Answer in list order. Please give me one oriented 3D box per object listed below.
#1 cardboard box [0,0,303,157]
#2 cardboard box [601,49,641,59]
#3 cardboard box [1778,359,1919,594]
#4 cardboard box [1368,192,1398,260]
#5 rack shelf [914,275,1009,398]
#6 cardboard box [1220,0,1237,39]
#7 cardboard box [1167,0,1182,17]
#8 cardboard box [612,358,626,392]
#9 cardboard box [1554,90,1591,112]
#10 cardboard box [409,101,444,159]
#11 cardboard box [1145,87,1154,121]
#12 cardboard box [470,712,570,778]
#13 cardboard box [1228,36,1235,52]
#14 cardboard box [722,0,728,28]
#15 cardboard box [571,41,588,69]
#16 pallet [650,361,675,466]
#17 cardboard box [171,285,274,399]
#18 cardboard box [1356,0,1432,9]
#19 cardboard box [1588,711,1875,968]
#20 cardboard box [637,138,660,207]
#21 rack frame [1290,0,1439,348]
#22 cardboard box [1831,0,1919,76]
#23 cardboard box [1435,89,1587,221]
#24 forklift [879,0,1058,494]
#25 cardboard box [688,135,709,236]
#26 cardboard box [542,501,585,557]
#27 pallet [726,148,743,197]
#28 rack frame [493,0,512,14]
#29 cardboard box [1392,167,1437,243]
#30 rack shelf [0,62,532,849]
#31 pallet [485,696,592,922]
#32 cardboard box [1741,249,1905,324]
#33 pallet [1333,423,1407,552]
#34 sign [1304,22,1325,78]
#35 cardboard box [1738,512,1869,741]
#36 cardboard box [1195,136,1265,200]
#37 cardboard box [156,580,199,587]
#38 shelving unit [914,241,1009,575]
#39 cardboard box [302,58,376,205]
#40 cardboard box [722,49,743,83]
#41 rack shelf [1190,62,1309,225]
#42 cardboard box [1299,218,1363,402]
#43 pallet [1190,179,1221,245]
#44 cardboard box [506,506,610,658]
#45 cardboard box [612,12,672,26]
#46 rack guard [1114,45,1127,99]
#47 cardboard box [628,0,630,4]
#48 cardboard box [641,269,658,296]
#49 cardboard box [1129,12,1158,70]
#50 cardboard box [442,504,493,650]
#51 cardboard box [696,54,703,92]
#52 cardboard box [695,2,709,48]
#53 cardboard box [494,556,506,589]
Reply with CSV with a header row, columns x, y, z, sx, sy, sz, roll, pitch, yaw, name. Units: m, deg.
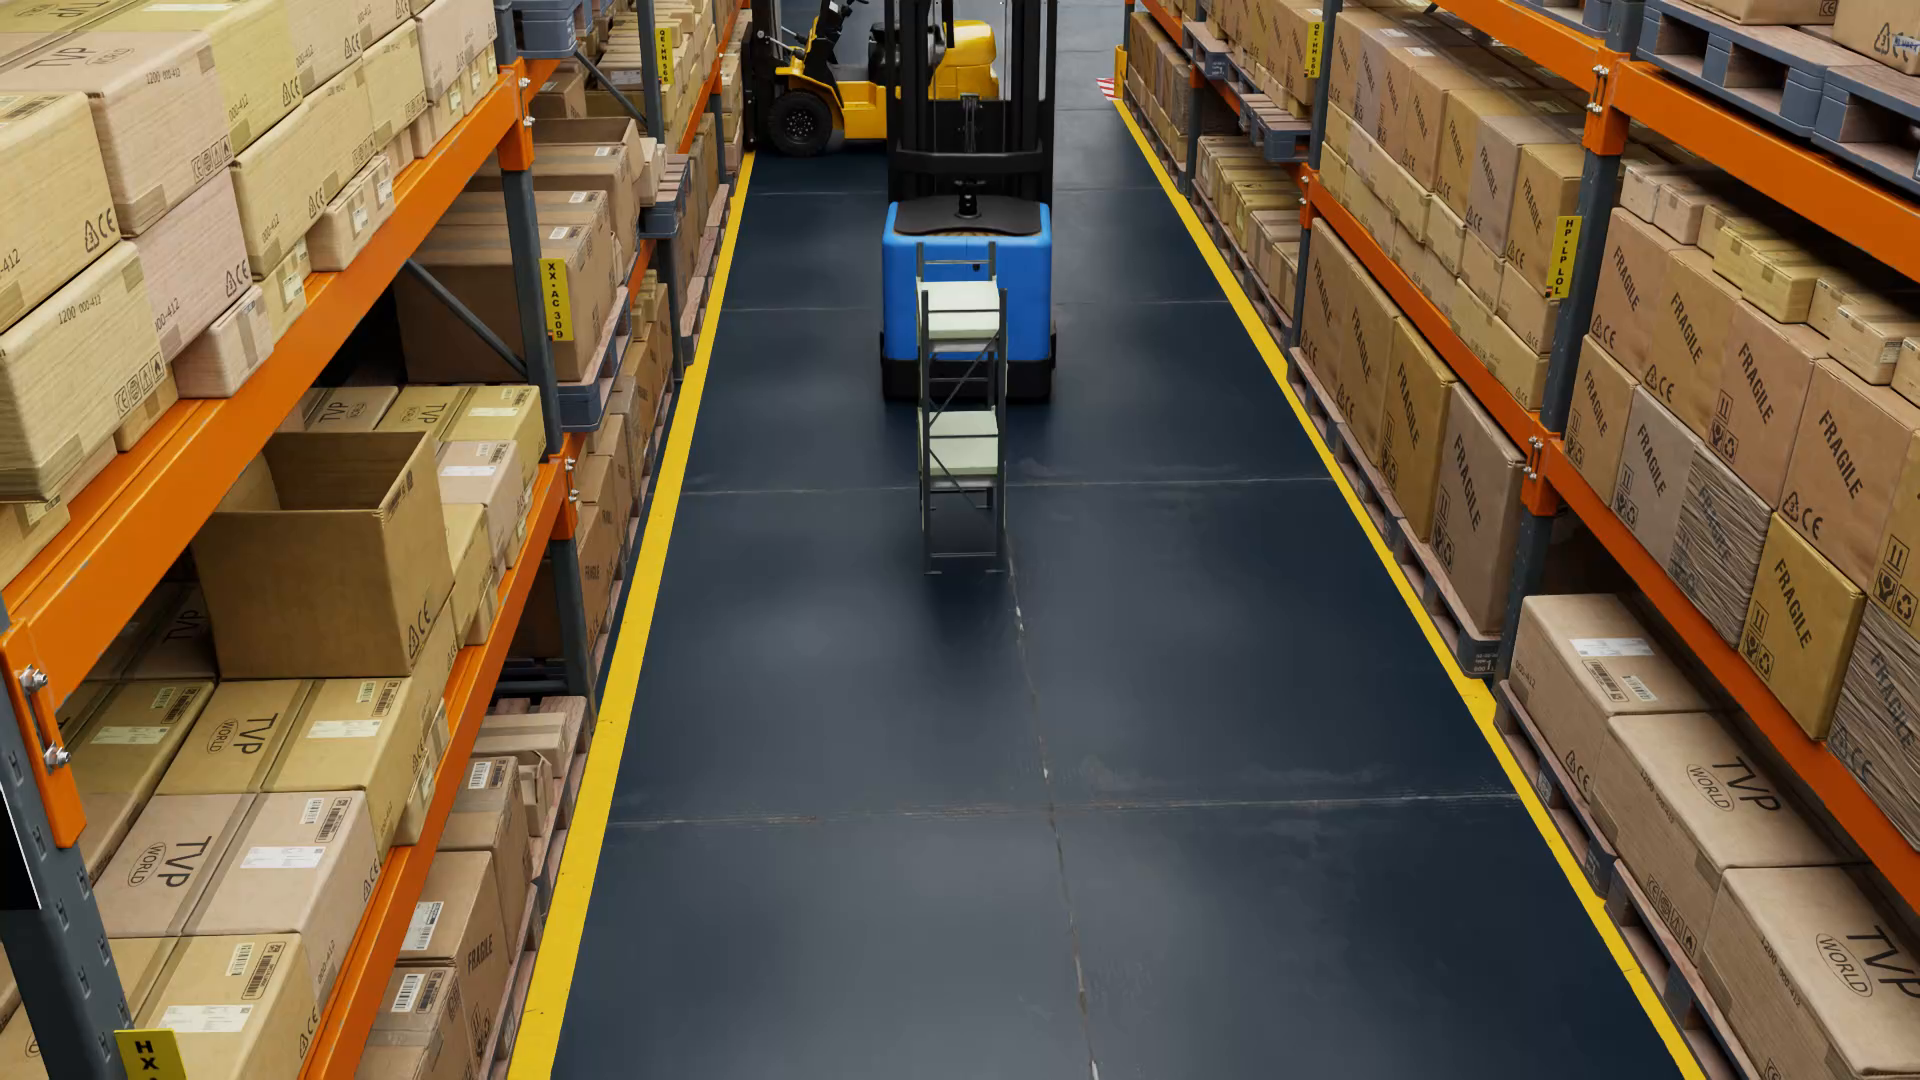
x,y,z,sx,sy,sz,roll,pitch,yaw,name
-1.689,-0.959,3.402,0.500,0.250,0.500,-2,28,-3,cardboard box
-2.024,-2.968,10.388,0.380,0.149,0.250,-1,28,-2,cardboard box
2.721,-0.192,4.684,0.500,0.500,0.500,-2,28,-3,cardboard box
2.510,-1.702,8.933,0.500,0.250,0.500,0,28,-1,cardboard box
0.000,-1.014,8.229,0.431,0.370,0.720,-1,28,-3,rack shelf
2.238,-4.006,12.304,0.500,0.500,0.500,-2,28,-3,cardboard box
2.084,-4.826,15.031,0.380,0.149,0.250,-2,28,-3,cardboard box
-1.967,-0.889,8.759,0.380,0.149,0.250,-3,28,-5,cardboard box
3.065,-1.797,7.762,0.500,0.500,0.500,-2,28,-4,cardboard box
-1.741,-1.220,4.874,0.380,0.149,0.250,-1,28,-3,cardboard box
2.079,-4.275,16.222,0.500,0.250,0.500,0,28,1,cardboard box
-1.755,0.817,6.569,0.380,0.149,0.250,-2,28,-4,cardboard box
2.242,-3.775,12.562,0.380,0.149,0.250,-1,28,-2,cardboard box
-2.302,-4.702,14.413,0.500,0.500,0.500,-1,28,-2,cardboard box
-2.584,-3.075,10.593,0.380,0.149,0.250,-1,28,-3,cardboard box
-2.285,-0.776,10.011,1.003,0.211,1.213,-1,28,-3,pallet
-1.600,-0.392,3.287,0.380,0.149,0.250,-1,28,-2,cardboard box
2.843,-3.296,10.943,0.500,0.500,0.500,0,28,0,cardboard box
2.852,1.023,5.862,0.875,0.438,0.875,-2,28,-4,cardboard box
-1.908,-1.999,9.047,0.500,0.250,0.500,-3,28,-5,cardboard box
2.670,-2.480,10.262,1.000,3.000,0.127,-1,28,-3,rack frame
2.982,-1.617,4.689,0.797,0.503,0.637,1,28,1,cardboard box
2.564,-1.794,7.757,0.500,0.500,0.500,-1,28,-1,cardboard box
8.969,-1.668,8.557,19.036,3.140,7.968,1,28,1,forklift
-2.424,-2.740,12.873,0.875,0.625,0.625,-2,28,-3,cardboard box
-1.831,-0.049,7.148,0.380,0.149,0.250,0,28,0,cardboard box
-2.495,-3.338,14.921,1.003,0.211,1.213,-1,28,-3,pallet
-2.078,-3.171,5.099,1.000,3.000,0.127,-1,28,-3,rack frame
2.503,-1.692,8.371,0.500,0.250,0.500,-1,28,-2,cardboard box
-1.973,-0.599,4.189,1.077,0.370,4.000,-1,28,-3,rack shelf
-2.043,1.042,6.524,1.003,0.211,1.213,-1,28,-3,pallet
2.658,-0.782,5.114,0.380,0.149,0.250,-2,28,-4,cardboard box
2.697,-0.316,9.127,1.003,0.211,1.213,-1,28,-3,pallet
2.129,-2.941,9.979,0.100,0.325,0.005,-1,28,-3,sign
2.711,0.246,4.927,0.500,0.500,0.500,-1,28,-1,cardboard box
2.491,-3.106,13.850,0.950,0.372,0.625,-1,28,-2,cardboard box
-2.263,0.128,5.101,0.500,0.250,0.500,-1,28,-2,cardboard box
0.000,-0.668,8.409,0.431,1.500,0.755,-1,28,-3,shelving unit
-1.731,-0.980,3.983,0.500,0.250,0.500,-2,28,-3,cardboard box
-2.261,-4.313,15.214,0.500,0.250,0.500,0,28,-1,cardboard box
2.566,-3.085,12.199,1.077,0.370,4.000,-1,28,-3,rack shelf
2.623,-1.403,10.040,0.875,0.875,0.875,-2,28,-3,cardboard box
2.503,-2.732,13.759,1.003,0.211,1.213,-1,28,-3,pallet
-1.878,0.182,7.406,0.500,0.500,0.500,0,28,0,cardboard box
-2.197,-3.558,11.519,0.380,0.149,0.250,-1,28,-3,cardboard box
2.256,-5.031,17.856,1.175,0.500,0.348,-1,28,-3,rack guard
-2.717,-4.130,12.615,0.380,0.149,0.250,-1,28,-3,cardboard box
-2.008,-1.502,9.934,0.380,0.149,0.250,-3,28,-5,cardboard box
2.020,-5.084,16.962,0.500,0.500,0.500,-2,28,-4,cardboard box
-1.754,0.114,5.128,0.500,0.250,0.500,-2,28,-3,cardboard box
-2.181,-3.451,12.285,0.500,0.250,0.500,-1,28,-2,cardboard box
-2.180,-3.903,12.611,0.500,0.250,0.500,-2,28,-4,cardboard box
-1.749,0.102,5.582,0.380,0.149,0.250,-1,28,-1,cardboard box
